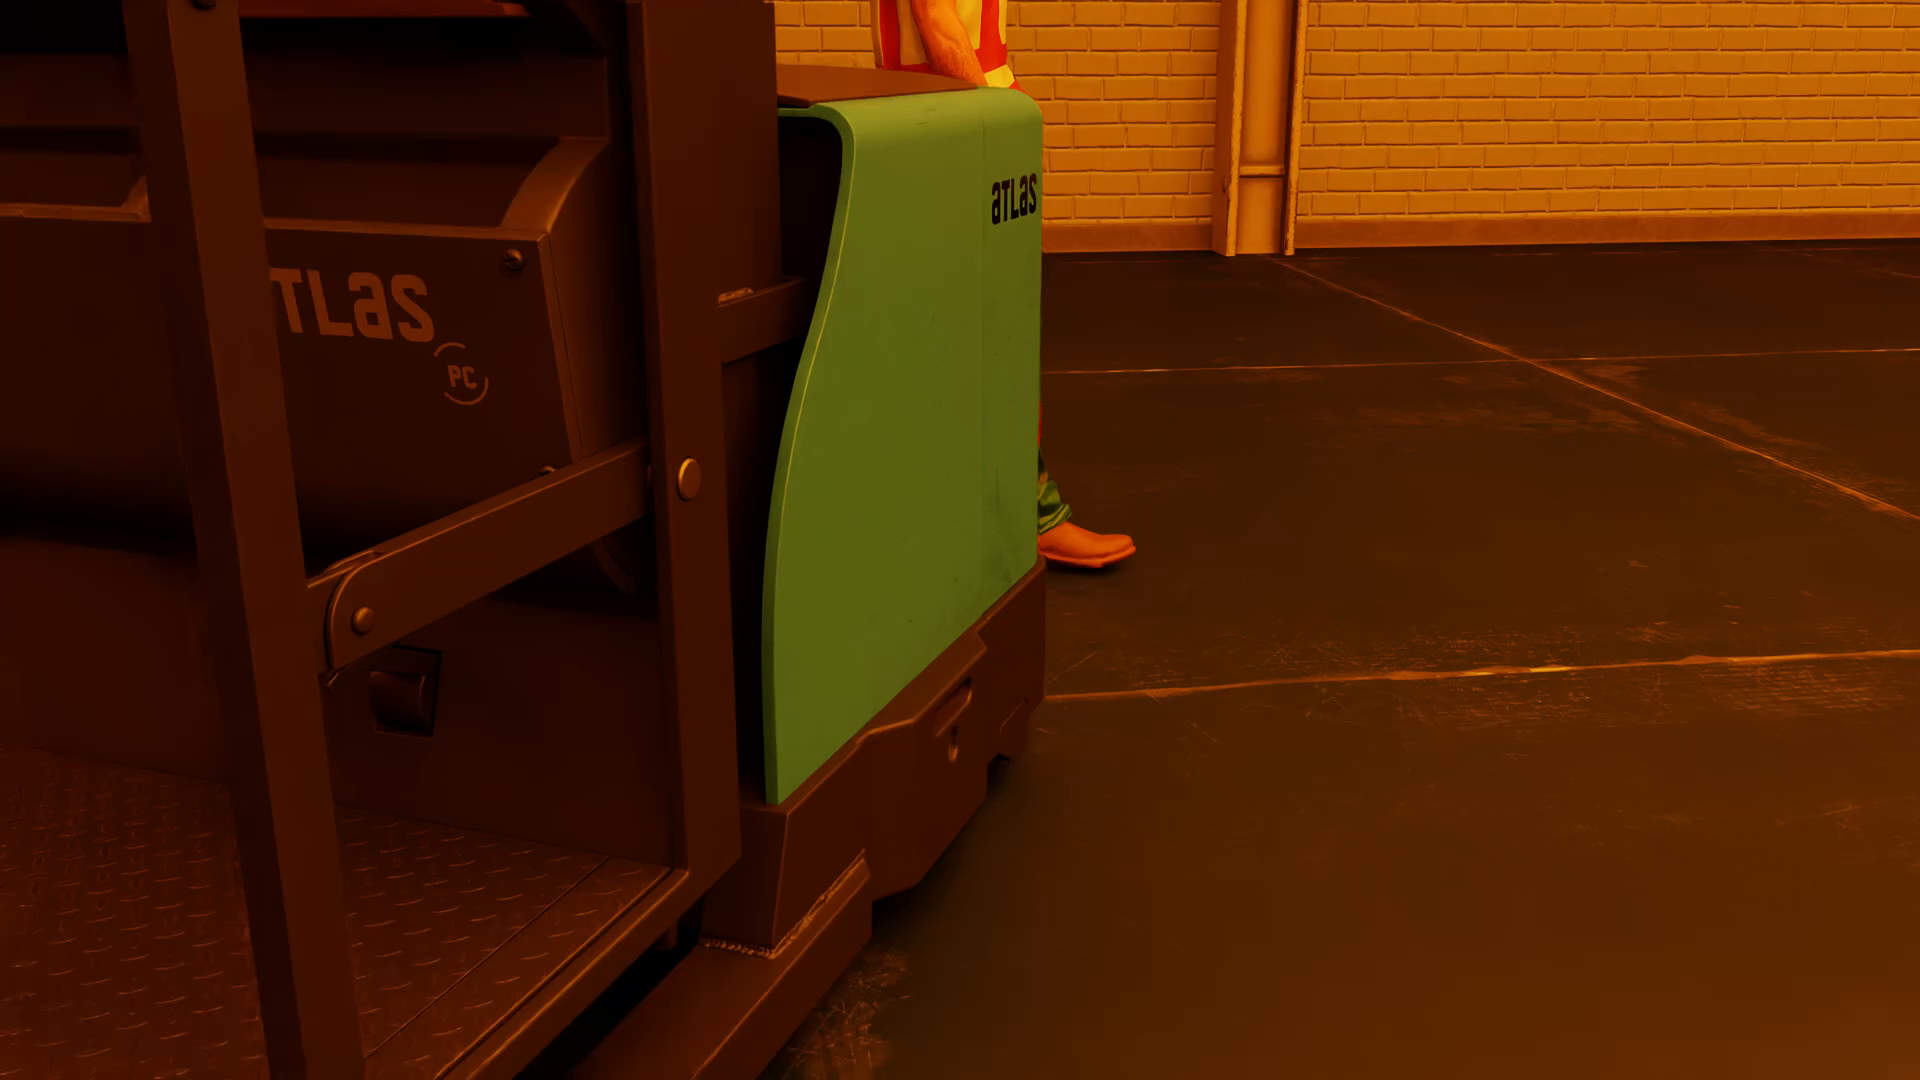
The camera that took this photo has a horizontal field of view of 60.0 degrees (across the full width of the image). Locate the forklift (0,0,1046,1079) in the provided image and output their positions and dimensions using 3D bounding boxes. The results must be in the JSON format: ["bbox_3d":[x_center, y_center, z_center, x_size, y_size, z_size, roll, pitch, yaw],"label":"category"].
[{"bbox_3d":[-0.842,-0.732,1.314,1.130,2.935,3.031,6,18,19],"label":"forklift"}]

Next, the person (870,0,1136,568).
[{"bbox_3d":[0.081,-0.863,3.705,0.564,1.787,0.637,-2,17,-8],"label":"person"}]
